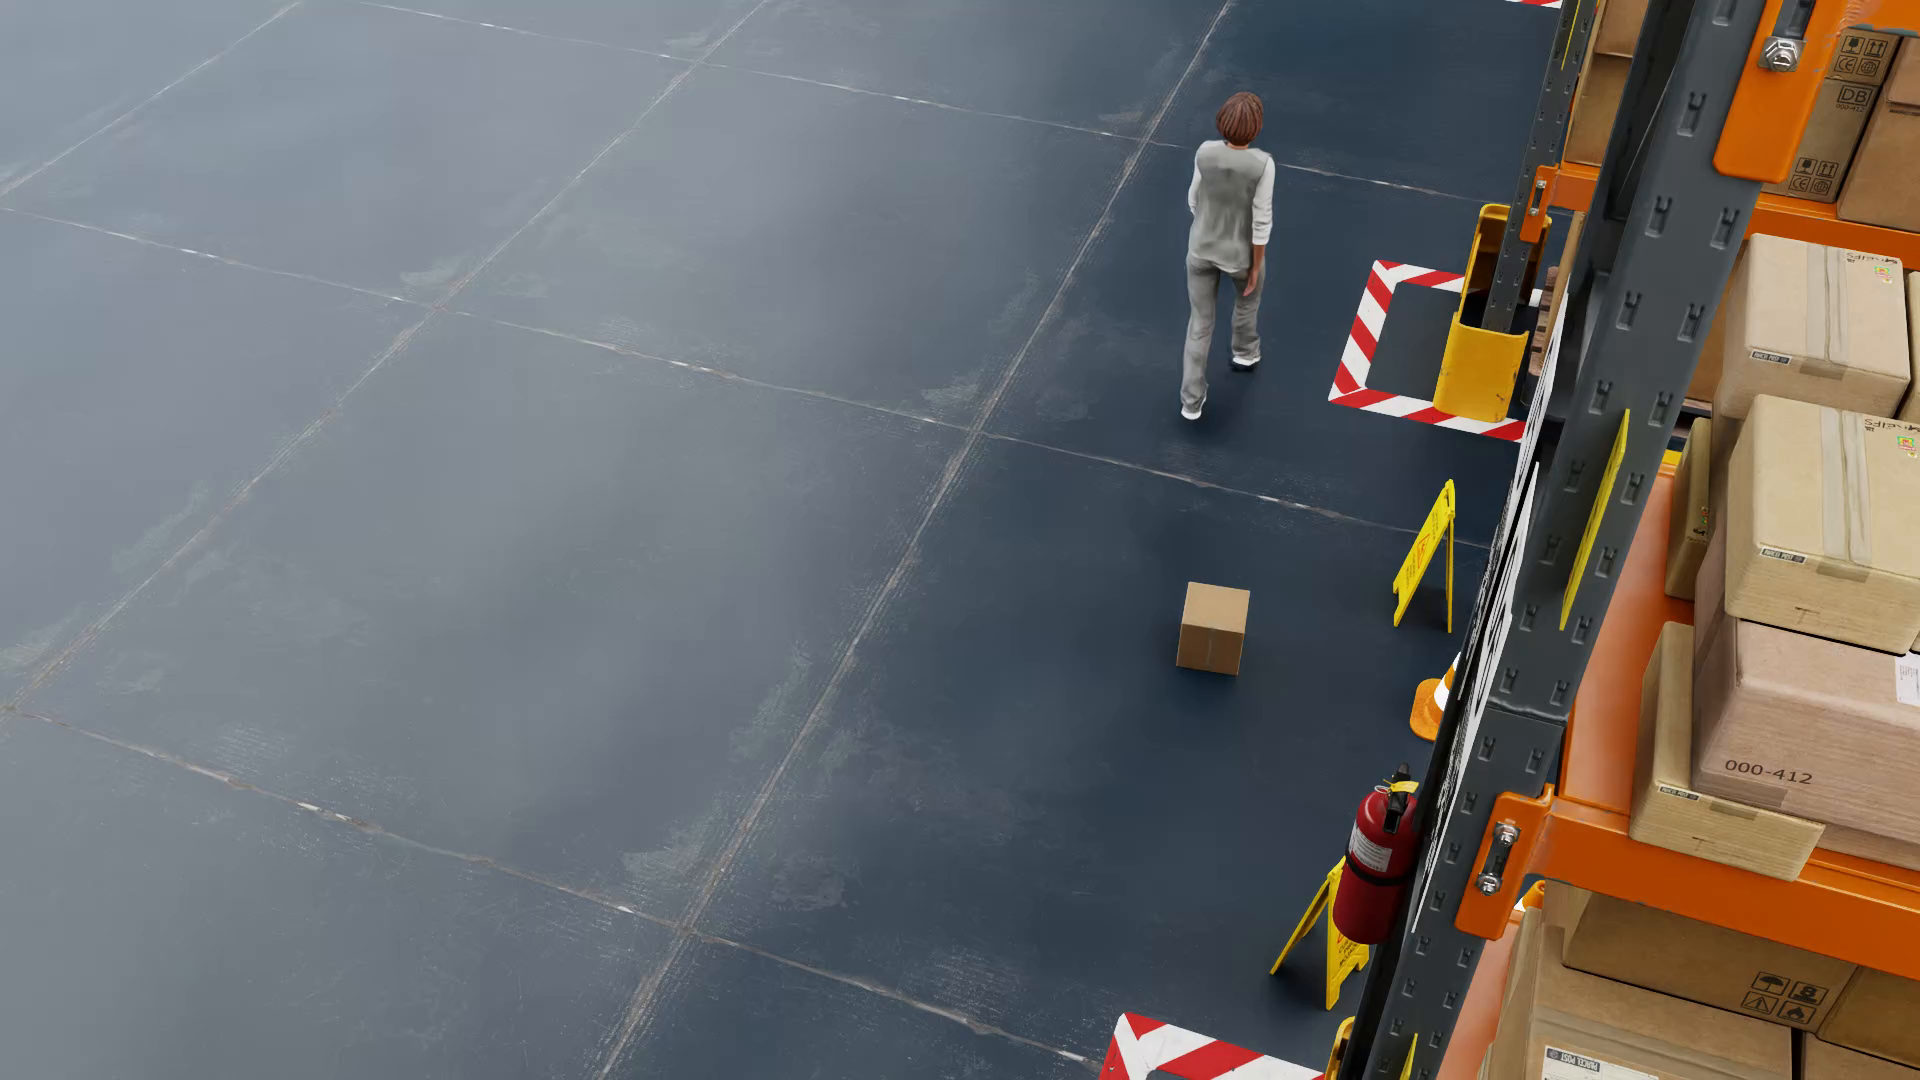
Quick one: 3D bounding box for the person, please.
[{"bbox_3d":[1.235,-1.346,7.656,0.422,1.594,0.774,15,44,16],"label":"person"}]
